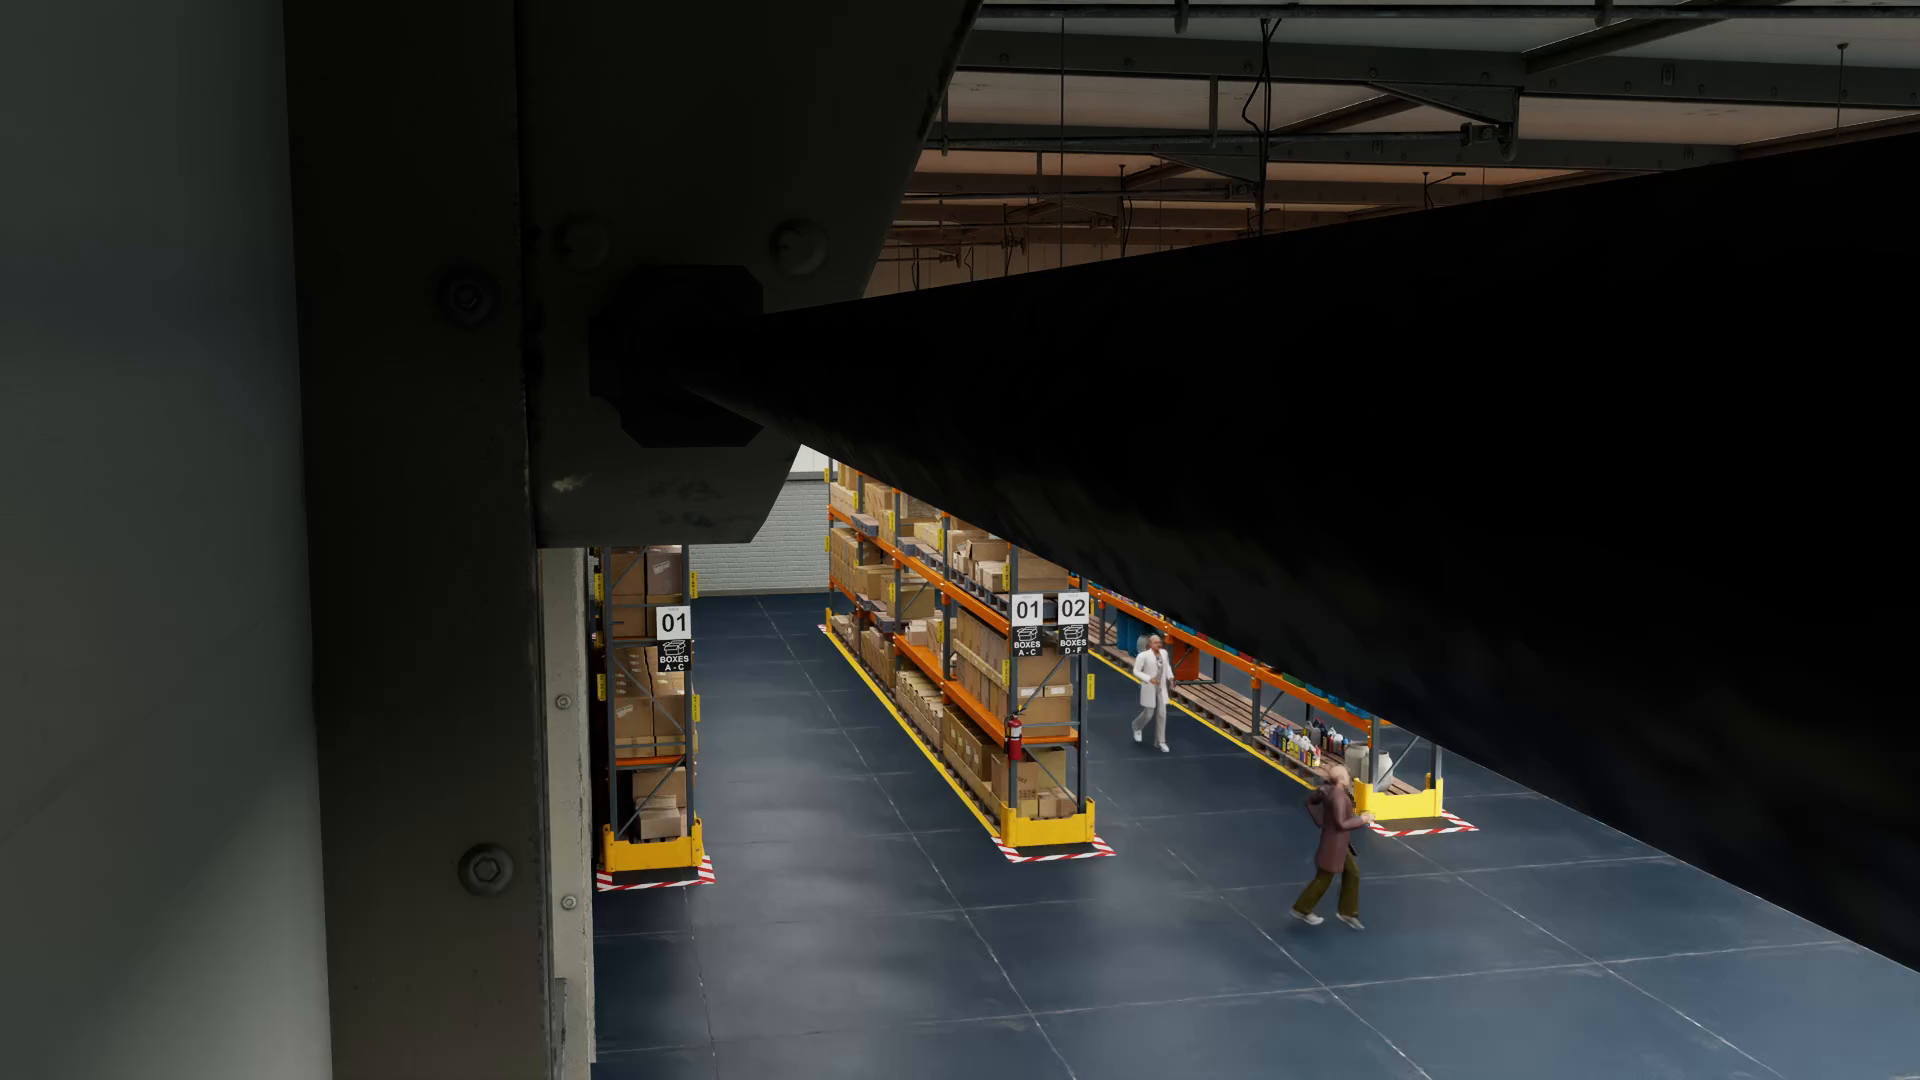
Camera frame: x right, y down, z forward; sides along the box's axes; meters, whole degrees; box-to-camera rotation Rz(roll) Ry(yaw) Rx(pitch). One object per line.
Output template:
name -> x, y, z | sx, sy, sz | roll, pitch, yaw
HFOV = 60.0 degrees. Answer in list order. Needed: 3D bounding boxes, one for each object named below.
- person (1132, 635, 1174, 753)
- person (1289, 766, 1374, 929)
person -> 3.020, 2.363, 26.036 | 0.733, 1.791, 0.925 | -3, 7, -23
person -> 3.998, 3.344, 17.893 | 0.860, 1.855, 0.668 | 1, 7, 8
